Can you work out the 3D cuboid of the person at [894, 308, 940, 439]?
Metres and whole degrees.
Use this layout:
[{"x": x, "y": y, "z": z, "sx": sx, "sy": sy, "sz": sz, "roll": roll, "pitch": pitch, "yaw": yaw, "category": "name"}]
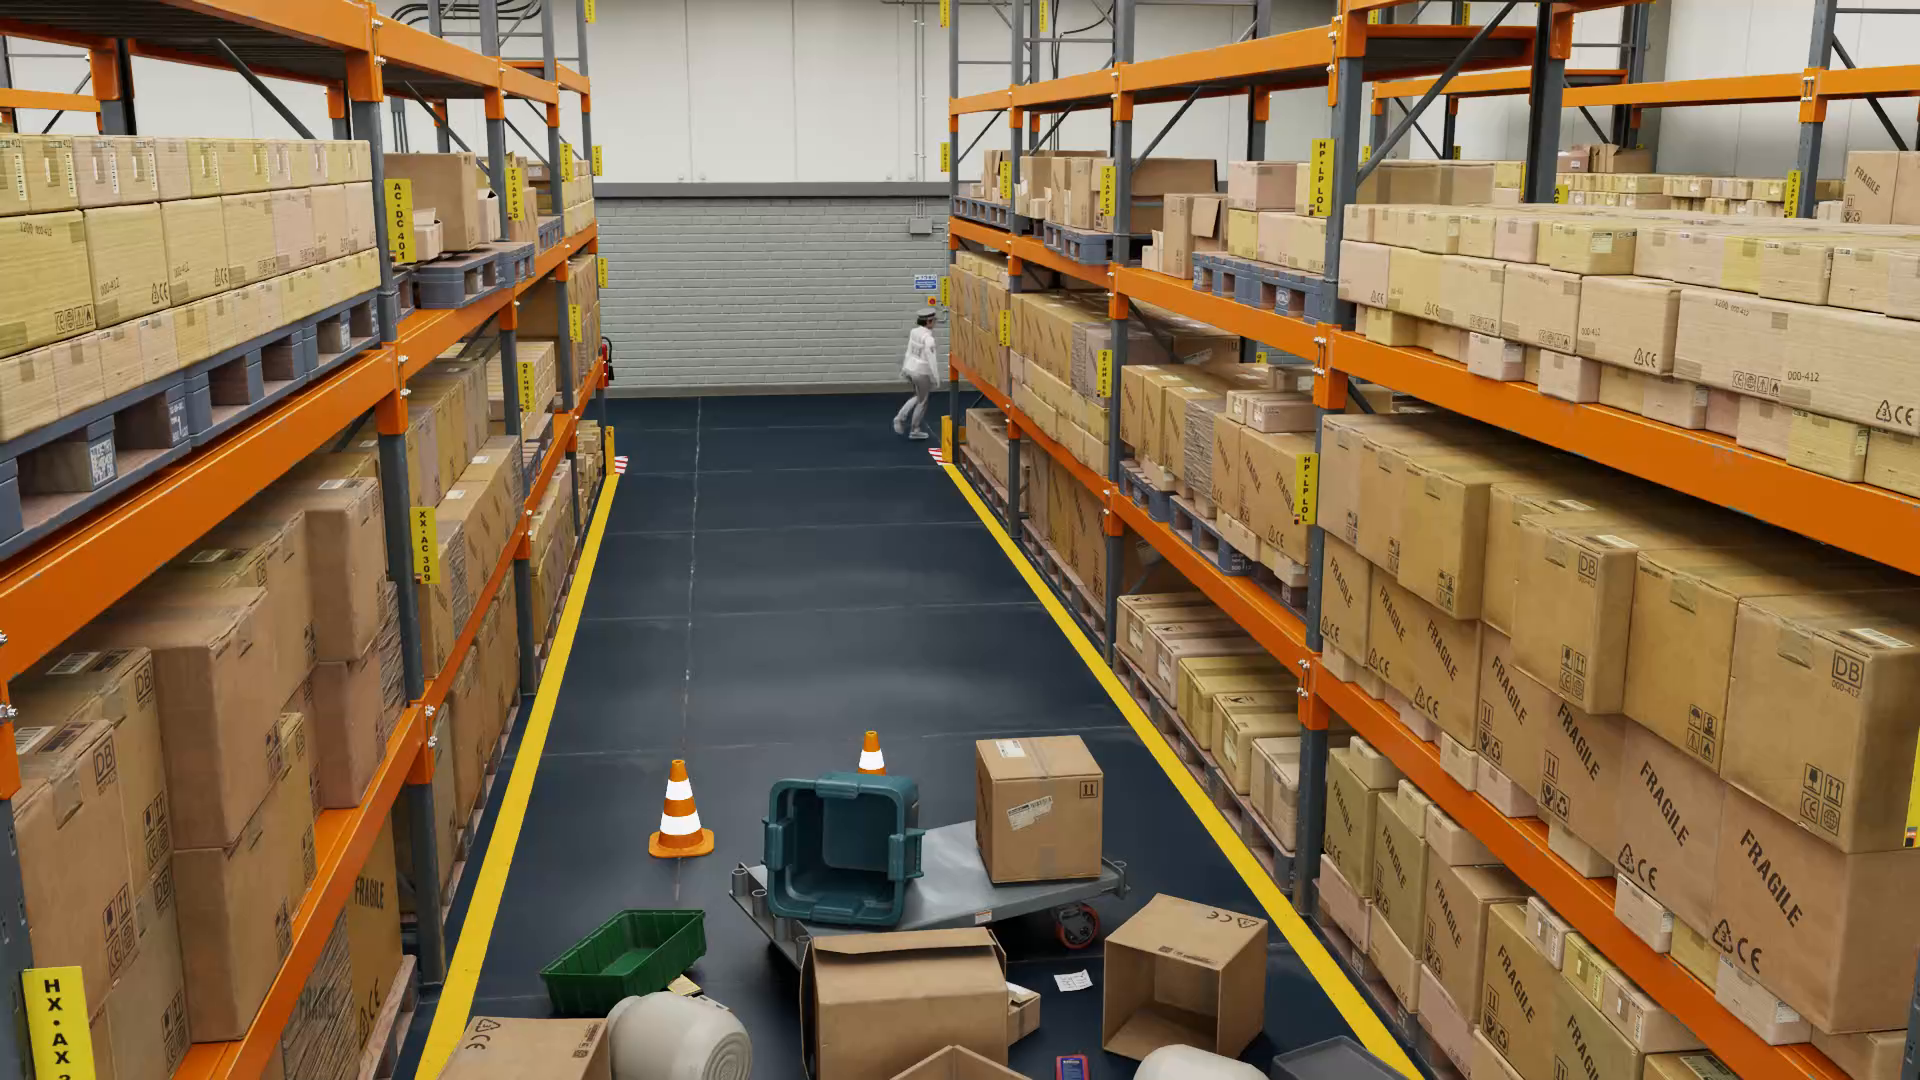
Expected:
[{"x": -0.538, "y": -2.048, "z": 20.583, "sx": 0.493, "sy": 1.647, "sz": 0.647, "roll": -7, "pitch": 15, "yaw": -29, "category": "person"}]
